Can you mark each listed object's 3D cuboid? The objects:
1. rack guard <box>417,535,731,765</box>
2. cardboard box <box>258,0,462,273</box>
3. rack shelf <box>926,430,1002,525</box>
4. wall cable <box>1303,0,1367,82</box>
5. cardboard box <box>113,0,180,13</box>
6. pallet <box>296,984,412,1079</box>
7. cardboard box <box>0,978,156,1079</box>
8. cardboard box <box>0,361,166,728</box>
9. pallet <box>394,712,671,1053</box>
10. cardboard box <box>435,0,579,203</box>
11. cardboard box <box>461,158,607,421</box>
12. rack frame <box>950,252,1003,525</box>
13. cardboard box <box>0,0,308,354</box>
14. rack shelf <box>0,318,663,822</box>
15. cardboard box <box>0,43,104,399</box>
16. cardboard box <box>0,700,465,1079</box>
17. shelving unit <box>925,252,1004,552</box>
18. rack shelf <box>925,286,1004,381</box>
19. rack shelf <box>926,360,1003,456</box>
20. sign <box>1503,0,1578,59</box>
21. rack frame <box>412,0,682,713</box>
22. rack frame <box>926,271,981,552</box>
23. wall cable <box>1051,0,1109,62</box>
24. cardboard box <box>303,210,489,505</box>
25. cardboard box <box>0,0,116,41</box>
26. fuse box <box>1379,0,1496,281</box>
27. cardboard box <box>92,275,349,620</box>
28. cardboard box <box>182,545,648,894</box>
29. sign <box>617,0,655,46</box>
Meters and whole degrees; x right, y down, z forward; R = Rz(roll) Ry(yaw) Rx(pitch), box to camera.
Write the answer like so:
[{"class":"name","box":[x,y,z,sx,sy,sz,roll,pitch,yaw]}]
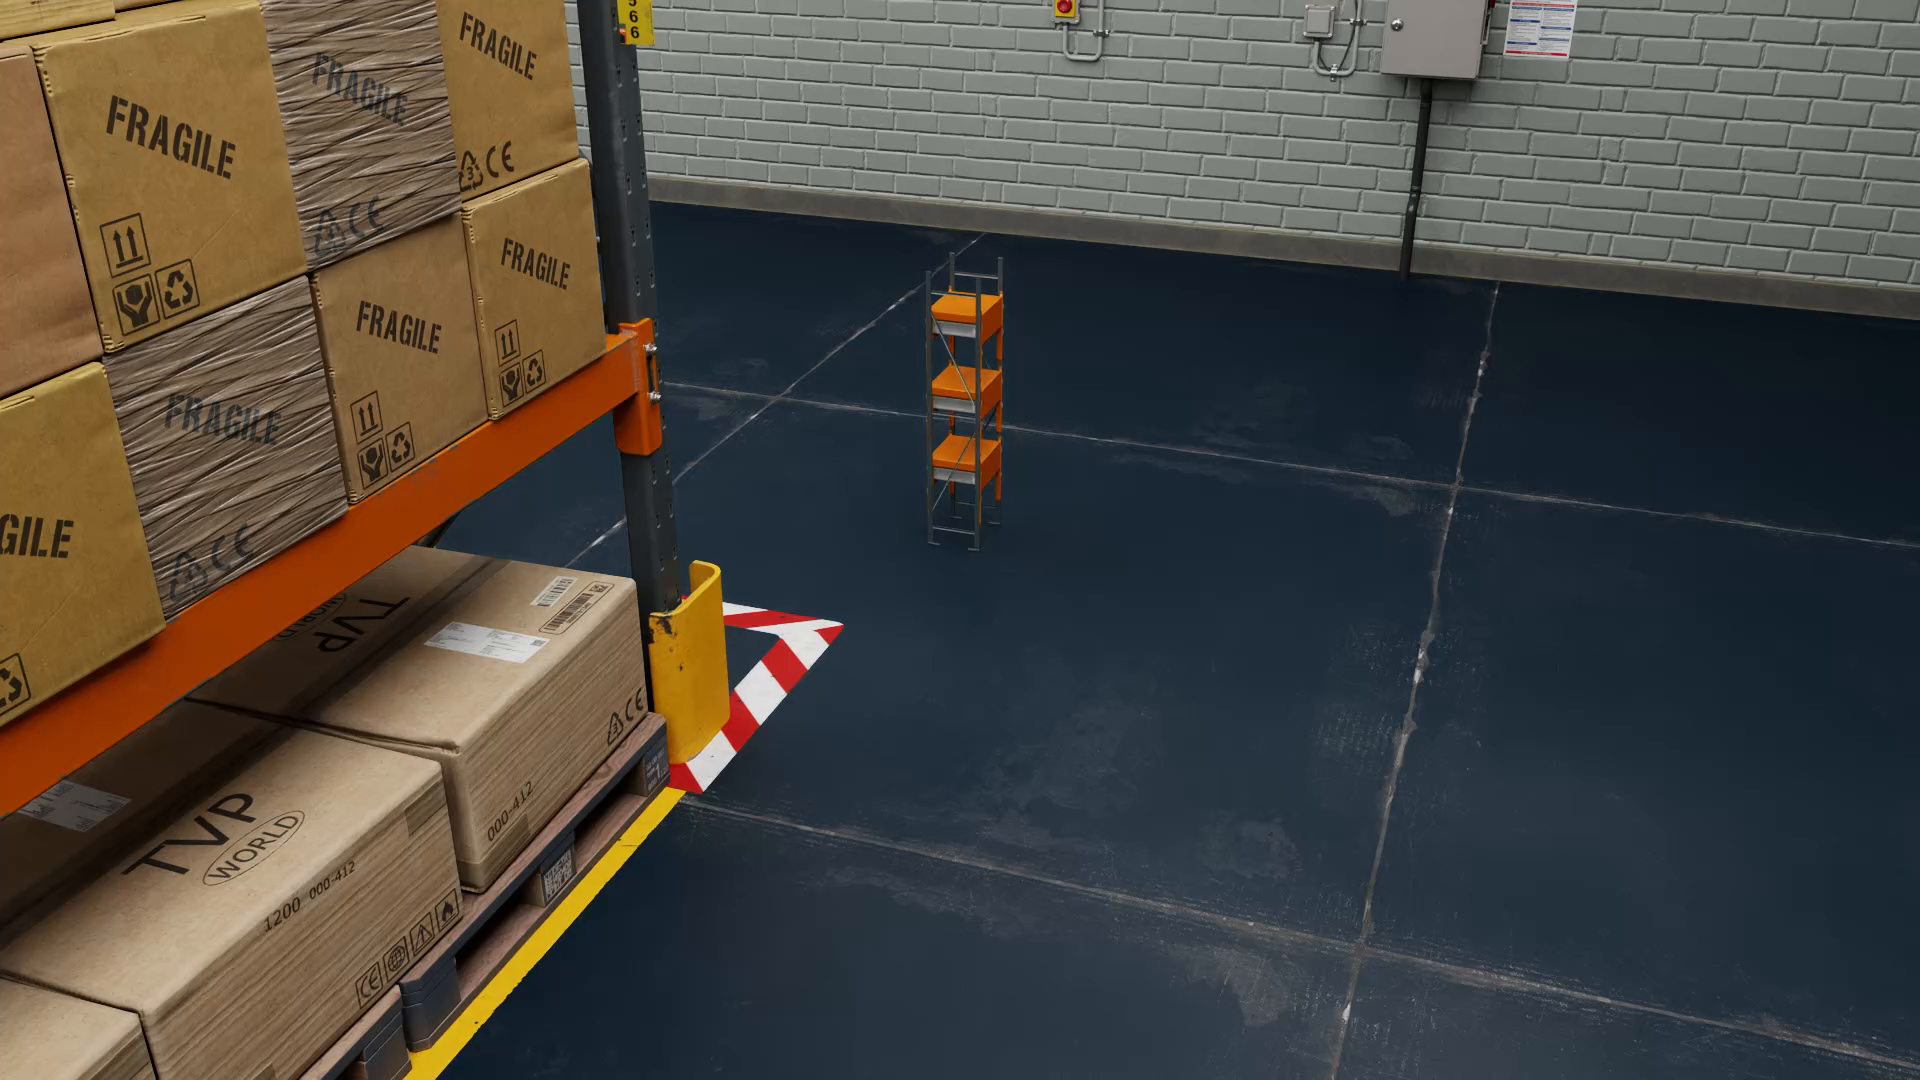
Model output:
[{"class":"rack guard","box":[-1.298,0.288,5.081,1.175,0.500,0.348,9,27,17]},{"class":"cardboard box","box":[-1.388,-0.870,3.343,0.500,0.500,0.500,9,27,18]},{"class":"rack shelf","box":[0.018,-0.235,6.192,0.215,0.259,0.240,9,27,17]},{"class":"wall cable","box":[1.890,-3.404,8.672,0.588,1.984,0.122,9,27,17]},{"class":"cardboard box","box":[-1.581,-1.016,2.901,0.380,0.149,0.250,8,27,17]},{"class":"pallet","box":[-1.906,1.268,3.389,1.003,0.211,1.213,9,27,17]},{"class":"cardboard box","box":[-2.030,1.171,2.848,0.875,0.438,0.875,8,27,16]},{"class":"cardboard box","box":[-1.720,-0.004,2.702,0.500,0.500,0.500,10,27,19]},{"class":"pallet","box":[-1.498,0.768,4.421,1.003,0.211,1.213,9,27,17]},{"class":"cardboard box","box":[-1.242,-1.089,3.795,0.500,0.500,0.500,10,27,19]},{"class":"cardboard box","box":[-1.217,-0.635,4.005,0.500,0.500,0.500,9,27,18]},{"class":"rack frame","box":[0.058,-0.545,6.170,0.200,1.050,0.008,9,27,17]},{"class":"cardboard box","box":[-1.556,-0.667,2.924,0.500,0.500,0.500,9,27,17]},{"class":"rack shelf","box":[-1.972,0.319,2.975,1.077,0.370,4.000,9,27,17]},{"class":"cardboard box","box":[-1.725,-0.461,2.498,0.500,0.500,0.500,9,27,17]},{"class":"cardboard box","box":[-1.728,0.800,3.613,0.875,0.438,0.875,9,27,19]},{"class":"shelving unit","box":[0.018,-0.495,6.067,0.215,1.050,0.252,9,27,17]},{"class":"rack shelf","box":[0.018,-0.740,5.948,0.215,0.259,0.240,9,27,17]},{"class":"rack shelf","box":[0.018,-0.485,6.071,0.215,0.259,0.240,9,27,17]},{"class":"sign","box":[3.015,-2.753,8.604,0.329,0.494,0.001,9,27,17]},{"class":"rack frame","box":[-1.306,-0.827,4.515,1.000,3.000,0.127,9,27,17]},{"class":"rack frame","box":[-0.023,-0.444,5.963,0.200,1.050,0.008,9,27,17]},{"class":"wall cable","box":[0.548,-3.619,9.080,0.585,1.953,0.123,9,27,17]},{"class":"cardboard box","box":[-1.398,-0.431,3.583,0.500,0.500,0.500,8,27,16]},{"class":"cardboard box","box":[-1.610,-0.905,2.670,0.380,0.149,0.250,9,27,19]},{"class":"fuse box","box":[2.481,-2.203,8.836,0.539,1.711,0.414,9,27,17]},{"class":"cardboard box","box":[-1.560,-0.218,3.144,0.500,0.500,0.500,10,27,19]},{"class":"cardboard box","box":[-1.431,0.423,4.392,0.875,0.438,0.875,8,27,16]},{"class":"sign","box":[-0.799,-1.370,4.037,0.100,0.325,0.005,9,27,17]}]
